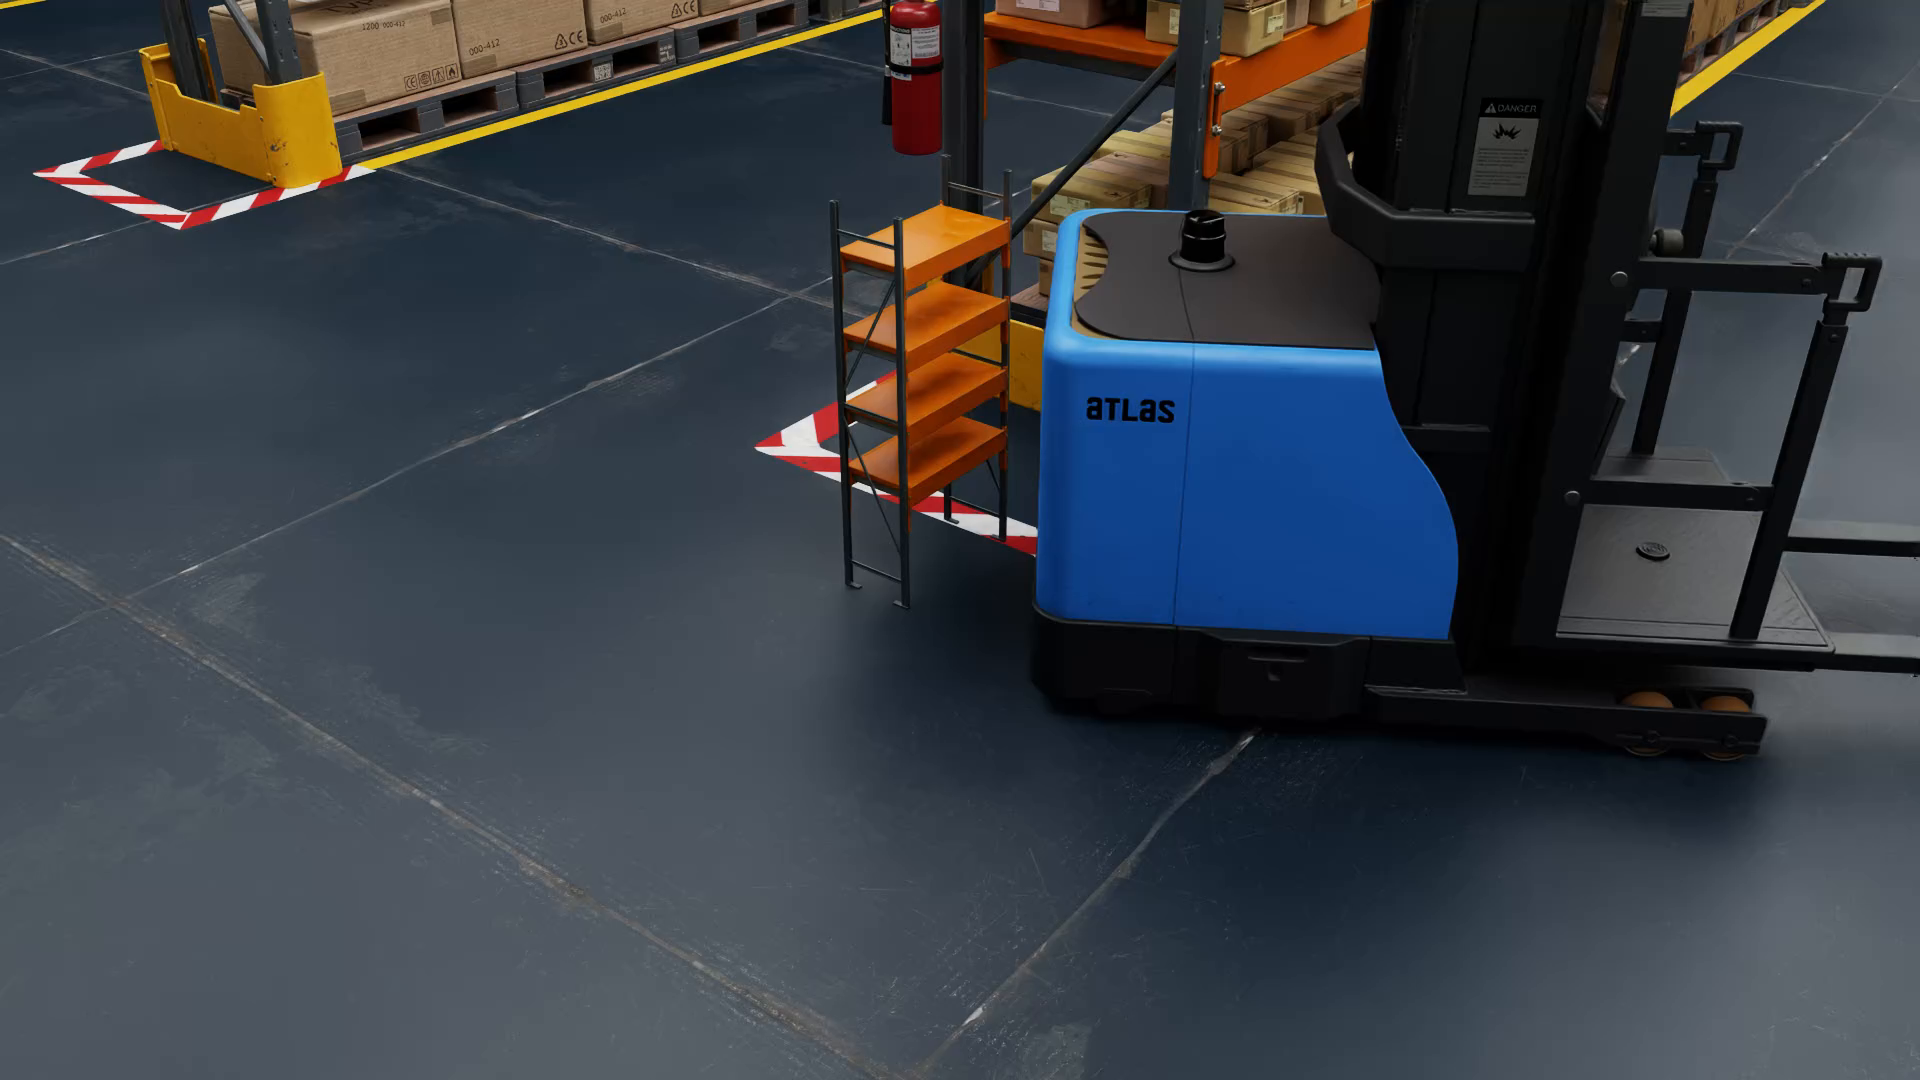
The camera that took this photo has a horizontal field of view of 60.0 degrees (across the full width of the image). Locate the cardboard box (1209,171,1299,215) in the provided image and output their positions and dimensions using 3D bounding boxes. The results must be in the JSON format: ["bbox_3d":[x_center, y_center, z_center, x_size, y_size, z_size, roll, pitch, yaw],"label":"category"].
[{"bbox_3d":[1.033,-1.244,6.207,0.380,0.149,0.250,22,37,32],"label":"cardboard box"}]

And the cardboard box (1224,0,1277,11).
[{"bbox_3d":[0.866,-2.044,5.368,0.500,0.500,0.500,23,38,33],"label":"cardboard box"}]

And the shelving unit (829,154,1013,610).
[{"bbox_3d":[-0.100,-0.449,4.830,0.258,1.200,0.503,21,37,31],"label":"shelving unit"}]

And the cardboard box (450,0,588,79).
[{"bbox_3d":[-2.768,-3.010,9.488,0.875,0.438,0.875,22,37,33],"label":"cardboard box"}]

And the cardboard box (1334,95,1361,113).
[{"bbox_3d":[1.816,-1.767,7.090,0.380,0.149,0.250,21,37,31],"label":"cardboard box"}]

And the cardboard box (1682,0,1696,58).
[{"bbox_3d":[3.765,-2.941,9.311,0.500,0.500,0.500,23,38,33],"label":"cardboard box"}]

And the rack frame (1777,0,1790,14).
[{"bbox_3d":[5.204,-5.028,10.791,1.000,3.000,0.127,21,37,31],"label":"rack frame"}]

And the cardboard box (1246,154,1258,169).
[{"bbox_3d":[1.081,-1.587,7.078,0.380,0.149,0.250,22,37,32],"label":"cardboard box"}]

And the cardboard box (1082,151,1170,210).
[{"bbox_3d":[0.690,-1.364,6.410,0.380,0.149,0.250,22,37,32],"label":"cardboard box"}]

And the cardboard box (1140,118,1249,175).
[{"bbox_3d":[0.952,-1.594,6.798,0.380,0.149,0.250,20,36,29],"label":"cardboard box"}]

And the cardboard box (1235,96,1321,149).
[{"bbox_3d":[1.317,-1.793,7.134,0.380,0.149,0.250,20,36,30],"label":"cardboard box"}]

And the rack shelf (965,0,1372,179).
[{"bbox_3d":[1.582,-2.279,6.860,1.077,0.370,4.000,21,37,31],"label":"rack shelf"}]

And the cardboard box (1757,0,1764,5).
[{"bbox_3d":[5.015,-3.785,10.734,0.500,0.500,0.500,21,37,31],"label":"cardboard box"}]

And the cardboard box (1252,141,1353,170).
[{"bbox_3d":[1.371,-1.433,6.526,0.380,0.149,0.250,19,36,29],"label":"cardboard box"}]

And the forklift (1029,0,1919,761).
[{"bbox_3d":[1.736,-0.977,4.024,3.031,2.935,1.130,3,31,5],"label":"forklift"}]

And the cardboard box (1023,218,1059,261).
[{"bbox_3d":[0.466,-1.160,6.359,0.380,0.149,0.250,20,36,30],"label":"cardboard box"}]

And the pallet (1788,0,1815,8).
[{"bbox_3d":[5.740,-4.125,12.004,1.003,0.211,1.213,21,37,31],"label":"pallet"}]

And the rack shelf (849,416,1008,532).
[{"bbox_3d":[-0.100,-0.220,4.966,0.258,0.148,0.480,21,37,31],"label":"rack shelf"}]

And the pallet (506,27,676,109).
[{"bbox_3d":[-2.475,-2.901,9.939,1.003,0.211,1.213,21,37,31],"label":"pallet"}]

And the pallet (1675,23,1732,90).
[{"bbox_3d":[3.995,-3.017,10.134,1.003,0.211,1.213,21,37,31],"label":"pallet"}]

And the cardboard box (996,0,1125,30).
[{"bbox_3d":[0.347,-1.887,5.739,0.380,0.149,0.250,21,37,31],"label":"cardboard box"}]

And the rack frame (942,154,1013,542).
[{"bbox_3d":[0.047,-0.548,4.998,0.240,1.200,0.015,21,37,31],"label":"rack frame"}]

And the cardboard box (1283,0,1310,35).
[{"bbox_3d":[0.953,-1.815,5.617,0.380,0.149,0.250,23,37,33],"label":"cardboard box"}]

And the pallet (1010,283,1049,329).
[{"bbox_3d":[0.940,-0.927,6.606,1.003,0.211,1.213,21,37,31],"label":"pallet"}]

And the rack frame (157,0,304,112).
[{"bbox_3d":[-3.632,-3.258,7.806,1.000,3.000,0.127,21,37,31],"label":"rack frame"}]

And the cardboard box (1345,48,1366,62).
[{"bbox_3d":[1.950,-2.211,7.839,0.380,0.149,0.250,20,36,30],"label":"cardboard box"}]

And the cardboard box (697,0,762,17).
[{"bbox_3d":[-1.682,-3.740,10.720,0.875,0.438,0.875,21,36,31],"label":"cardboard box"}]

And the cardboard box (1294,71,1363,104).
[{"bbox_3d":[1.633,-1.996,7.478,0.380,0.149,0.250,19,36,29],"label":"cardboard box"}]

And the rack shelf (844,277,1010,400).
[{"bbox_3d":[-0.100,-0.583,4.751,0.258,0.148,0.480,21,37,31],"label":"rack shelf"}]

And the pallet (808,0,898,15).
[{"bbox_3d":[-0.812,-4.021,11.828,1.003,0.211,1.213,21,37,31],"label":"pallet"}]

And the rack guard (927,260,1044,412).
[{"bbox_3d":[0.421,-0.731,5.994,1.175,0.500,0.348,21,37,31],"label":"rack guard"}]

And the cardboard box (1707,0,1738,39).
[{"bbox_3d":[4.393,-3.355,10.009,0.500,0.500,0.500,19,36,29],"label":"cardboard box"}]
